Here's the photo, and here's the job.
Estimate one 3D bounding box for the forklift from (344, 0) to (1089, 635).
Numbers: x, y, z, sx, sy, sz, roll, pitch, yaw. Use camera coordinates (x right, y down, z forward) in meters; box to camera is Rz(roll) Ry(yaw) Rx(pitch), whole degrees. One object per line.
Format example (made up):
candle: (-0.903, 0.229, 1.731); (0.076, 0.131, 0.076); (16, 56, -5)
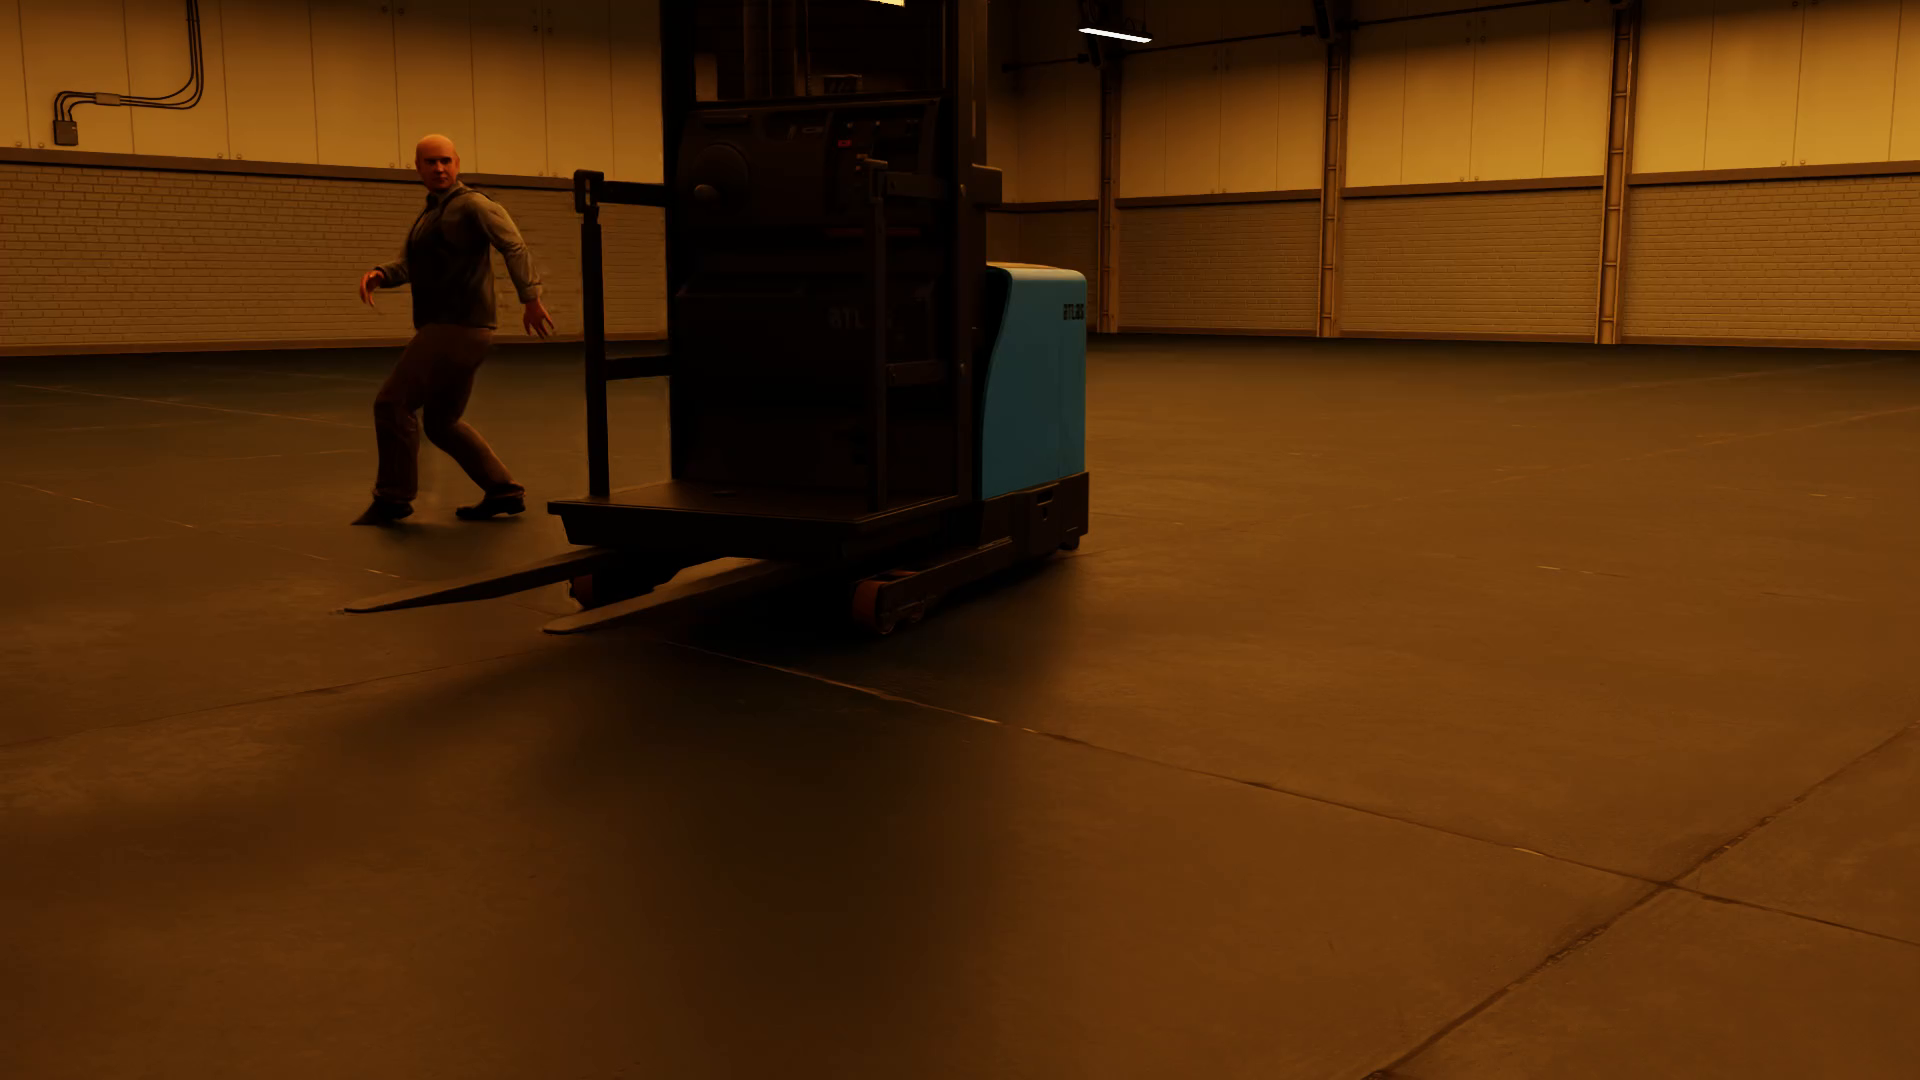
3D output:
forklift: (-0.581, -1.243, 5.126); (1.130, 2.935, 3.031); (4, 9, 24)

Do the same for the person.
person: (-2.223, -0.881, 7.182); (0.896, 1.700, 0.570); (-3, 9, -17)
